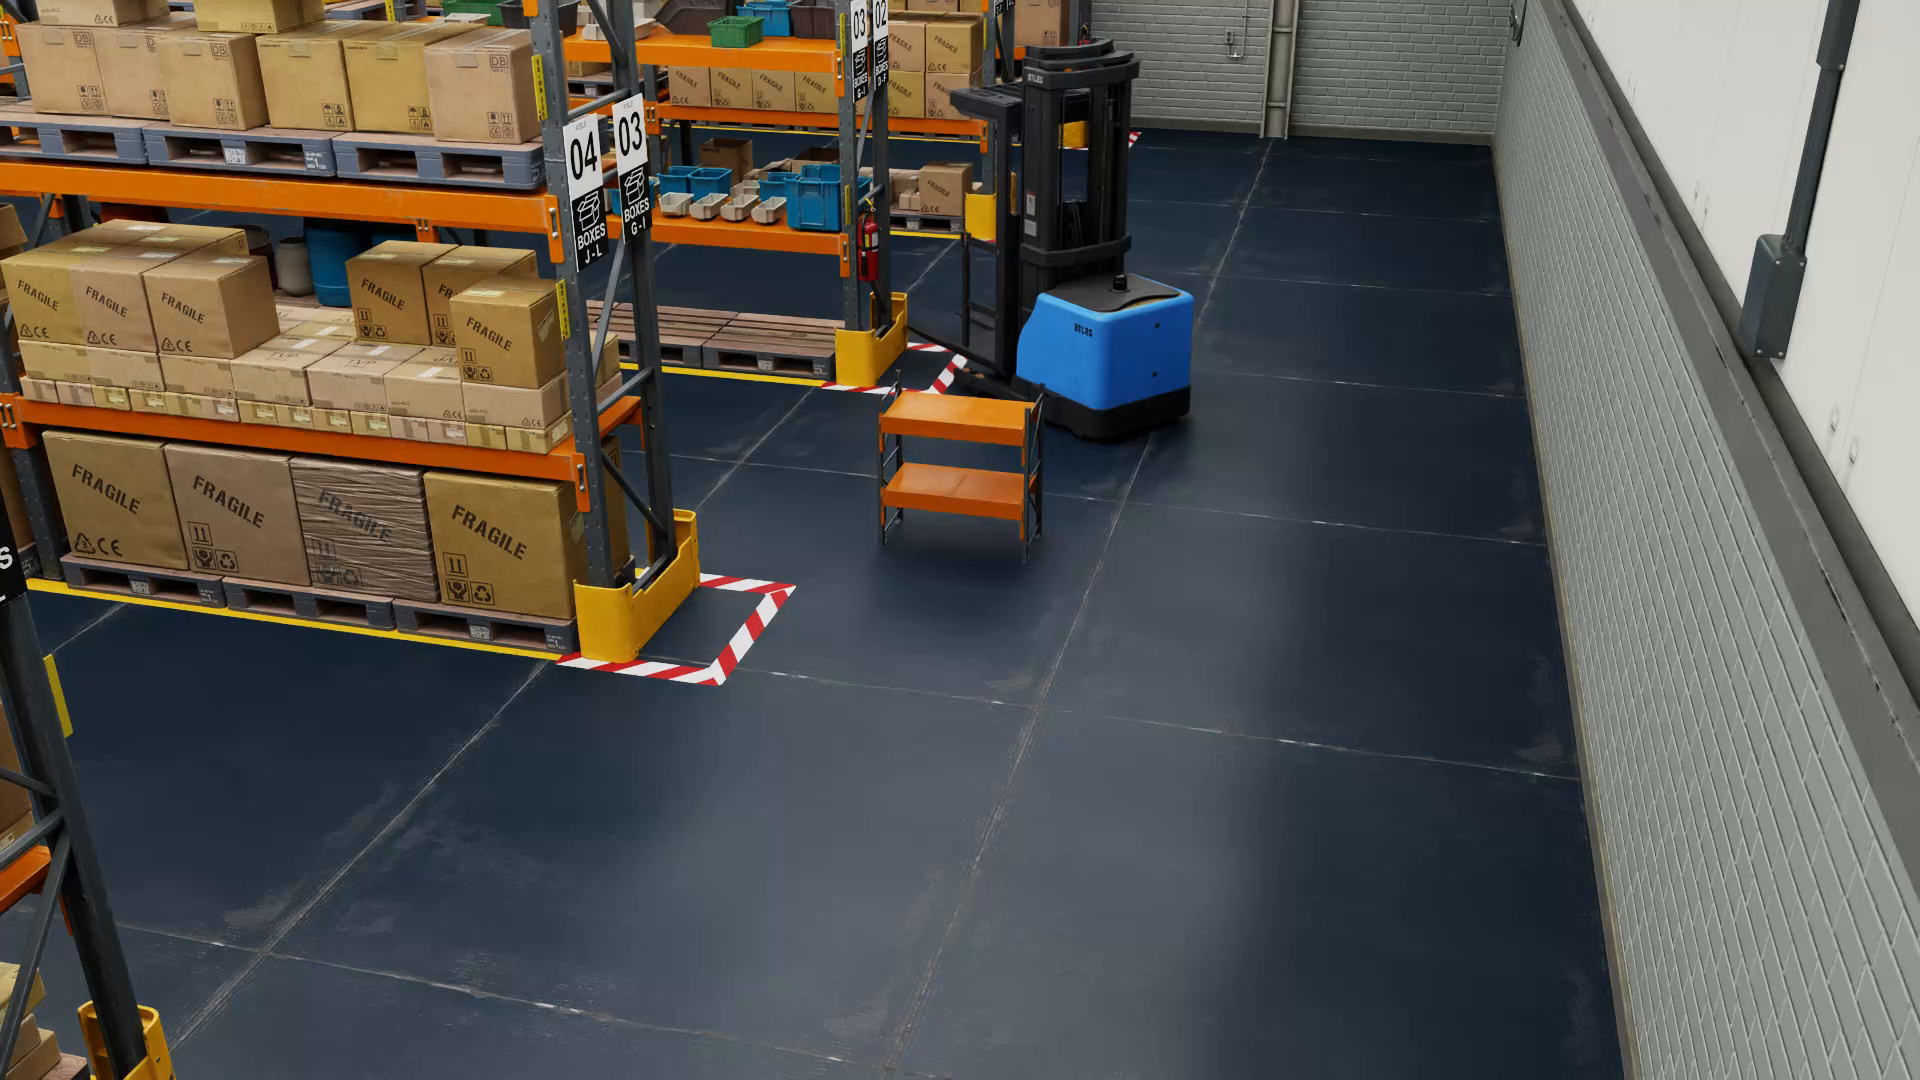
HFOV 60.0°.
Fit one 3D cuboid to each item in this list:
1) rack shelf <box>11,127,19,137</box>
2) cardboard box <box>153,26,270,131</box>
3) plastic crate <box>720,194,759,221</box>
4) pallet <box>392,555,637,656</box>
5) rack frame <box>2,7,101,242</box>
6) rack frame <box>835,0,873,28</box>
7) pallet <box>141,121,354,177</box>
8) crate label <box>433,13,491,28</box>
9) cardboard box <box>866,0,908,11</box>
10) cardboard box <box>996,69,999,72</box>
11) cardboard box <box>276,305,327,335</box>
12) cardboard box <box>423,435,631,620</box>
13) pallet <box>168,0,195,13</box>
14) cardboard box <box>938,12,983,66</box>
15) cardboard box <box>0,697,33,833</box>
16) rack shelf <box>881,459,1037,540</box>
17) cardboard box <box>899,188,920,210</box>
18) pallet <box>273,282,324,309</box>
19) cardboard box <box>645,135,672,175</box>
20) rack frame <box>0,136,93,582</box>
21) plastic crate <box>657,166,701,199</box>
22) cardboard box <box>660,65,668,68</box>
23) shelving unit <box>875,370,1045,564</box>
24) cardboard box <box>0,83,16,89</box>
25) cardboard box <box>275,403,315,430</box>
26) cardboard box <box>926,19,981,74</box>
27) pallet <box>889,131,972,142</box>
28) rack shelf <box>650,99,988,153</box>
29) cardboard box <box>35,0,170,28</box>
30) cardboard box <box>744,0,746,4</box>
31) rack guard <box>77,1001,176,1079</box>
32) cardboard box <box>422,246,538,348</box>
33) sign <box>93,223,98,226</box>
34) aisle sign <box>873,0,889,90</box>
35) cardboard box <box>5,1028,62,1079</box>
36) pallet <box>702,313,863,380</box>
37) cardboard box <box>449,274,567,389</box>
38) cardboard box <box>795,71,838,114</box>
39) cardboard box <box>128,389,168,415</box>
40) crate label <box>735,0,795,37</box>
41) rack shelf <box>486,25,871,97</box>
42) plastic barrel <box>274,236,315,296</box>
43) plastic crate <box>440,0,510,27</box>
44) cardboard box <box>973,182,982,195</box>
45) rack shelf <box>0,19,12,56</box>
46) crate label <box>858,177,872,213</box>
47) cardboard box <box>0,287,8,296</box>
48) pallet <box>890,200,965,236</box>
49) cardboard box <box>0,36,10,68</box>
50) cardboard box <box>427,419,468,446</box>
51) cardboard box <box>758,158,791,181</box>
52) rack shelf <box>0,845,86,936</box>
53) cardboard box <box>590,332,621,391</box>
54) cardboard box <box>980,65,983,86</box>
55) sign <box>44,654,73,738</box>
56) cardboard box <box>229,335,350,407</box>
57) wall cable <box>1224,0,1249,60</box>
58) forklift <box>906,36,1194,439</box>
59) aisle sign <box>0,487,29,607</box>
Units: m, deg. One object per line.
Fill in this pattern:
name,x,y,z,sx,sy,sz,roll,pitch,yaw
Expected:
rack shelf,-7.852,-2.537,10.818,4.000,0.370,1.077,6,26,13
cardboard box,-4.151,-2.694,9.590,0.500,0.500,0.700,7,26,15
plastic crate,-1.919,-2.884,14.436,0.243,0.136,0.396,6,26,13
pallet,-2.834,0.341,10.669,1.213,0.211,1.003,6,26,13
rack frame,-8.555,-3.783,16.088,0.127,3.000,1.000,6,26,13
rack frame,-0.807,-5.635,13.000,0.127,3.000,1.000,6,26,13
pallet,-3.947,-2.384,9.763,1.213,0.211,1.003,6,26,13
crate label,-4.279,-4.418,14.238,0.466,0.136,0.293,6,26,13
cardboard box,-0.987,-7.469,23.483,0.700,0.700,0.980,6,26,12
cardboard box,0.395,-6.589,23.647,0.250,0.149,0.380,7,26,13
cardboard box,-4.425,-1.313,10.728,0.500,0.250,0.500,7,26,14
cardboard box,-2.680,-0.130,10.399,0.875,0.875,0.875,6,26,13
pallet,-6.564,-4.787,14.928,1.213,0.211,1.003,6,26,13
cardboard box,0.066,-5.642,18.714,0.500,0.500,0.500,7,26,15
cardboard box,-3.740,0.847,5.901,0.500,0.500,0.500,8,26,15
rack shelf,0.007,-0.286,11.494,1.000,0.278,0.538,6,26,13
cardboard box,-0.528,-3.944,19.211,0.250,0.166,0.380,6,26,13
pallet,-6.603,-2.326,16.271,1.213,0.211,1.003,6,26,13
cardboard box,-3.851,-4.640,20.284,0.500,0.500,0.500,5,26,11
rack frame,-5.915,-1.293,10.858,0.127,3.000,1.000,6,26,13
plastic crate,-2.530,-3.215,15.020,0.300,0.233,0.416,6,26,13
cardboard box,-4.561,-6.897,24.641,0.750,0.750,0.750,6,26,13
shelving unit,0.007,-0.507,11.388,1.048,1.125,0.538,6,26,13
cardboard box,-12.531,-5.847,22.261,0.500,0.500,0.500,6,26,13
cardboard box,-3.948,-0.816,10.149,0.250,0.149,0.380,7,26,14
cardboard box,-0.069,-5.418,18.243,0.500,0.500,0.500,6,26,13
pallet,-0.311,-5.977,23.940,1.213,0.211,1.003,6,26,13
rack shelf,-1.507,-4.878,19.225,4.000,0.370,1.077,6,26,13
cardboard box,-5.005,-3.162,9.702,0.500,0.250,0.500,5,26,10
cardboard box,-3.220,-7.663,23.752,0.500,0.500,0.500,7,26,13
rack guard,-3.447,2.310,6.198,0.348,0.500,1.175,6,26,13
cardboard box,-2.922,-1.487,10.222,0.500,0.500,0.500,6,26,12
sign,-5.778,-1.951,11.140,0.005,0.325,0.100,6,26,13
aisle sign,-0.663,-4.216,13.974,0.004,0.787,0.394,6,26,13
cardboard box,-3.801,2.098,6.564,0.250,0.149,0.380,7,26,14
pallet,-1.596,-1.772,15.108,1.213,0.211,1.003,6,26,13
cardboard box,-2.578,-1.213,9.645,0.500,0.500,0.500,7,26,14
cardboard box,-1.544,-5.132,18.805,0.500,0.500,0.500,6,26,12
cardboard box,-4.946,-0.926,10.379,0.250,0.149,0.380,6,26,12
crate label,-1.620,-4.447,14.167,0.502,0.251,0.408,6,26,13
rack shelf,-2.744,-4.170,14.249,4.000,0.370,1.077,6,26,13
plastic barrel,-6.414,-2.660,16.135,0.421,0.512,0.421,0,25,0
plastic crate,-4.195,-4.694,14.759,0.662,0.188,0.450,6,26,13
cardboard box,0.110,-4.088,19.533,0.250,0.149,0.380,6,26,13
rack shelf,-10.492,-5.027,16.048,4.000,0.370,1.077,6,26,13
crate label,-0.964,-3.042,14.656,0.303,0.233,0.416,6,26,13
cardboard box,-6.298,-1.491,11.158,0.500,0.500,0.500,6,26,13
pallet,-0.416,-3.822,19.415,1.213,0.211,1.003,6,26,13
cardboard box,-12.135,-6.417,21.504,0.500,0.500,0.700,6,26,12
cardboard box,-2.964,-0.707,9.919,0.250,0.149,0.380,6,26,13
cardboard box,-2.095,-4.378,19.954,0.500,0.311,0.500,6,26,13
rack shelf,-5.311,1.300,6.248,4.000,0.370,1.077,6,26,13
cardboard box,-2.438,-1.095,10.271,0.500,0.250,0.500,6,26,12
cardboard box,0.066,-5.191,18.929,0.500,0.500,0.500,7,26,14
sign,-3.239,0.573,5.932,0.005,0.325,0.100,6,26,13
cardboard box,-4.066,-1.036,10.146,0.500,0.250,0.500,6,26,13
wall cable,3.136,-7.767,23.274,1.851,1.984,0.084,6,26,13
forklift,0.606,-2.697,13.887,1.130,2.935,3.031,-18,31,-33
aisle sign,-3.228,-0.101,5.331,0.004,0.787,0.394,6,26,13
